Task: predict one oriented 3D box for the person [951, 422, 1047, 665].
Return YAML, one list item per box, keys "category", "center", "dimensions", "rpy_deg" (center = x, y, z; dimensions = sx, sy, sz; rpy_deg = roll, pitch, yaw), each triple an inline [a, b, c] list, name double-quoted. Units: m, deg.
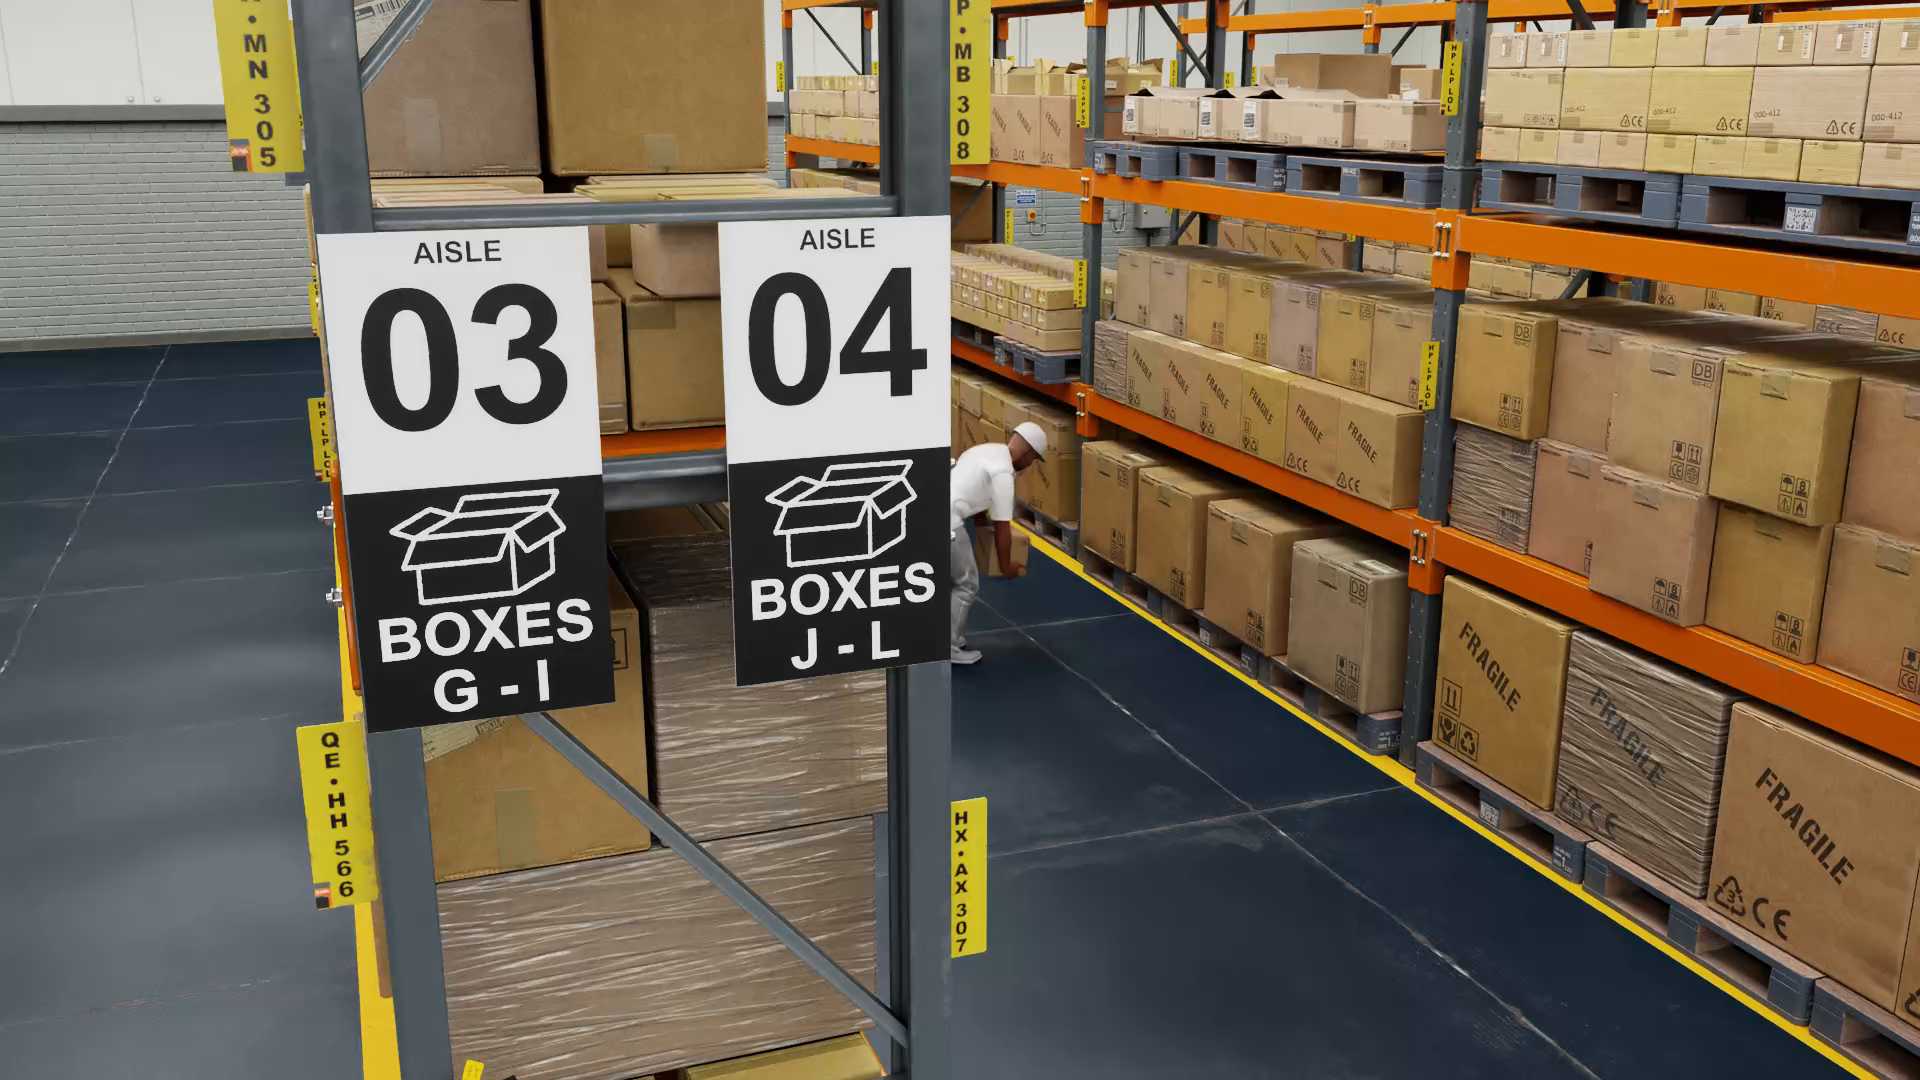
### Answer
- category: "person"
  center: [0.115, 0.005, 10.104]
  dimensions: [0.886, 1.420, 0.475]
  rpy_deg: [-6, 17, -21]
